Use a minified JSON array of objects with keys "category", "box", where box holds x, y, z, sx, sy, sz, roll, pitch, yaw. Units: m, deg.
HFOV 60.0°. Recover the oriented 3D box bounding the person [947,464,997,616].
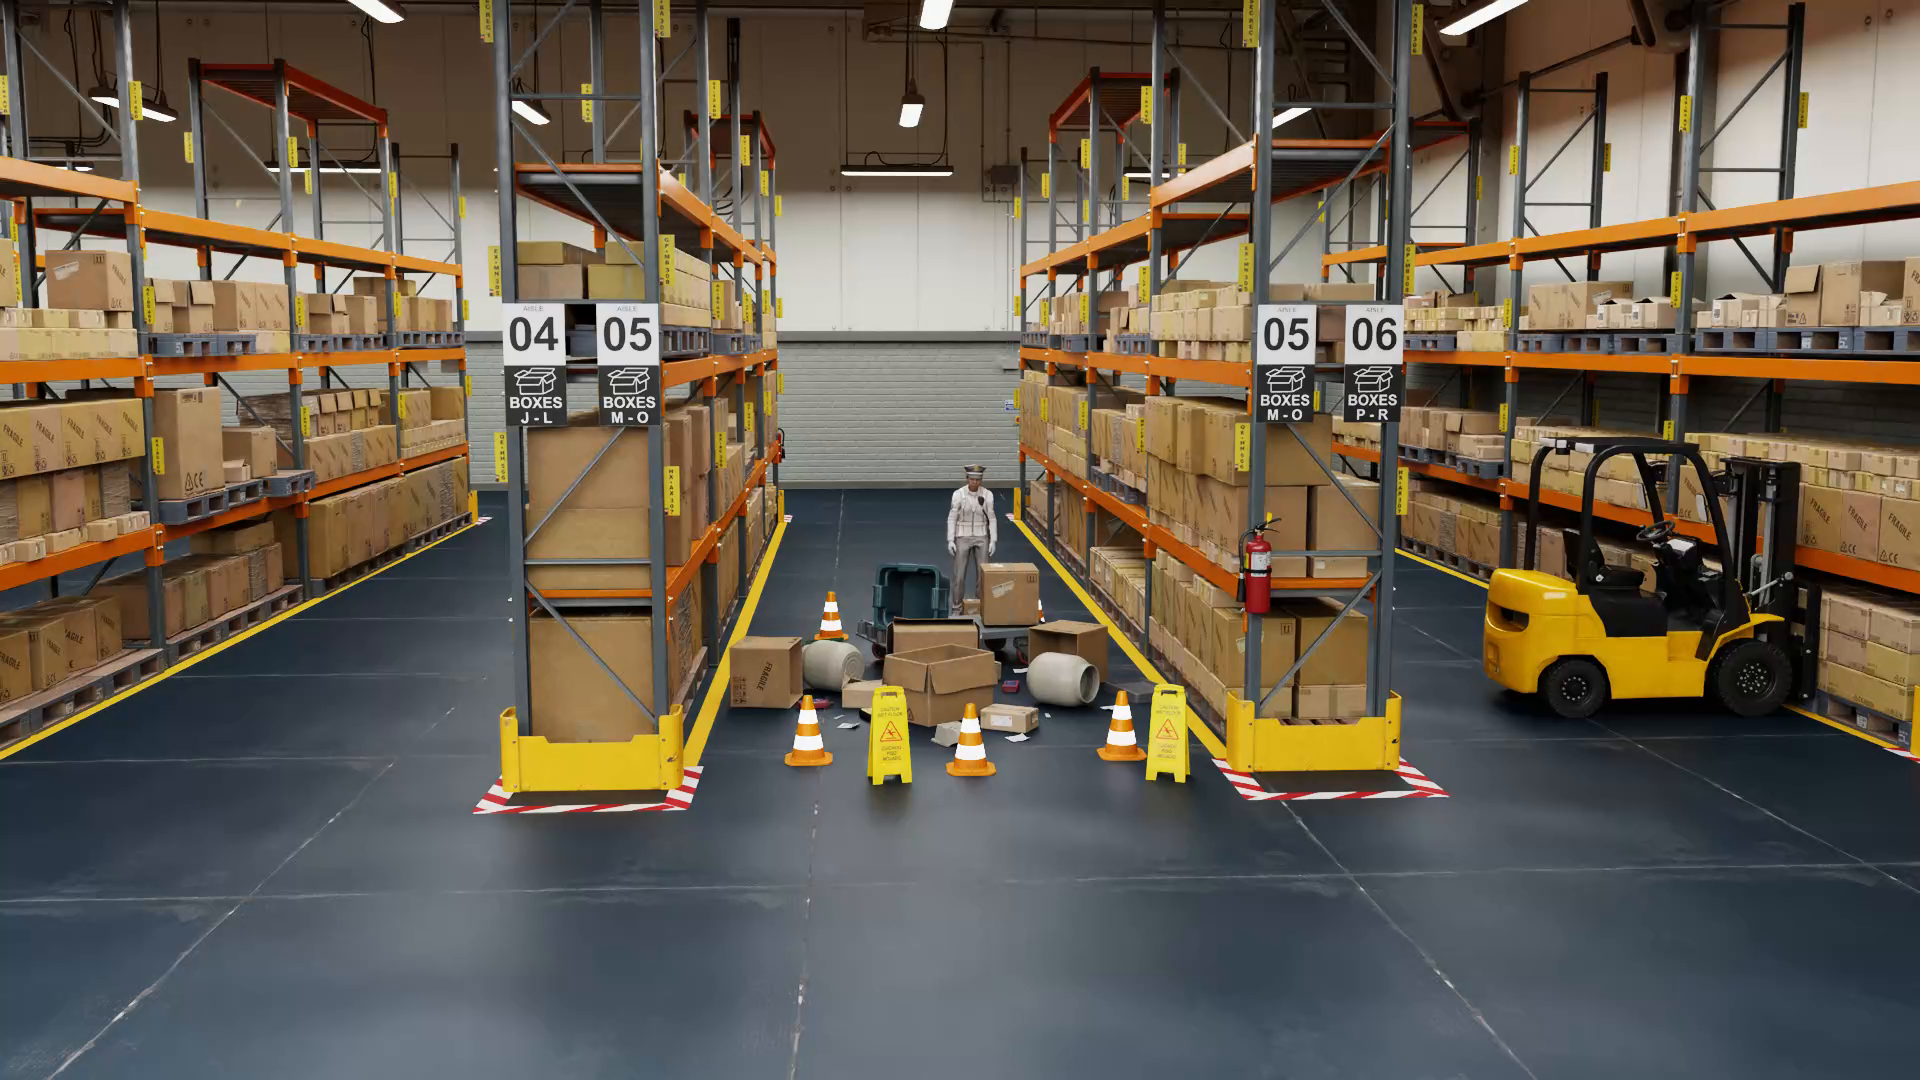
[{"category":"person","box":[0.128,0.029,17.504,0.526,1.663,0.374,-1,7,-4]}]
